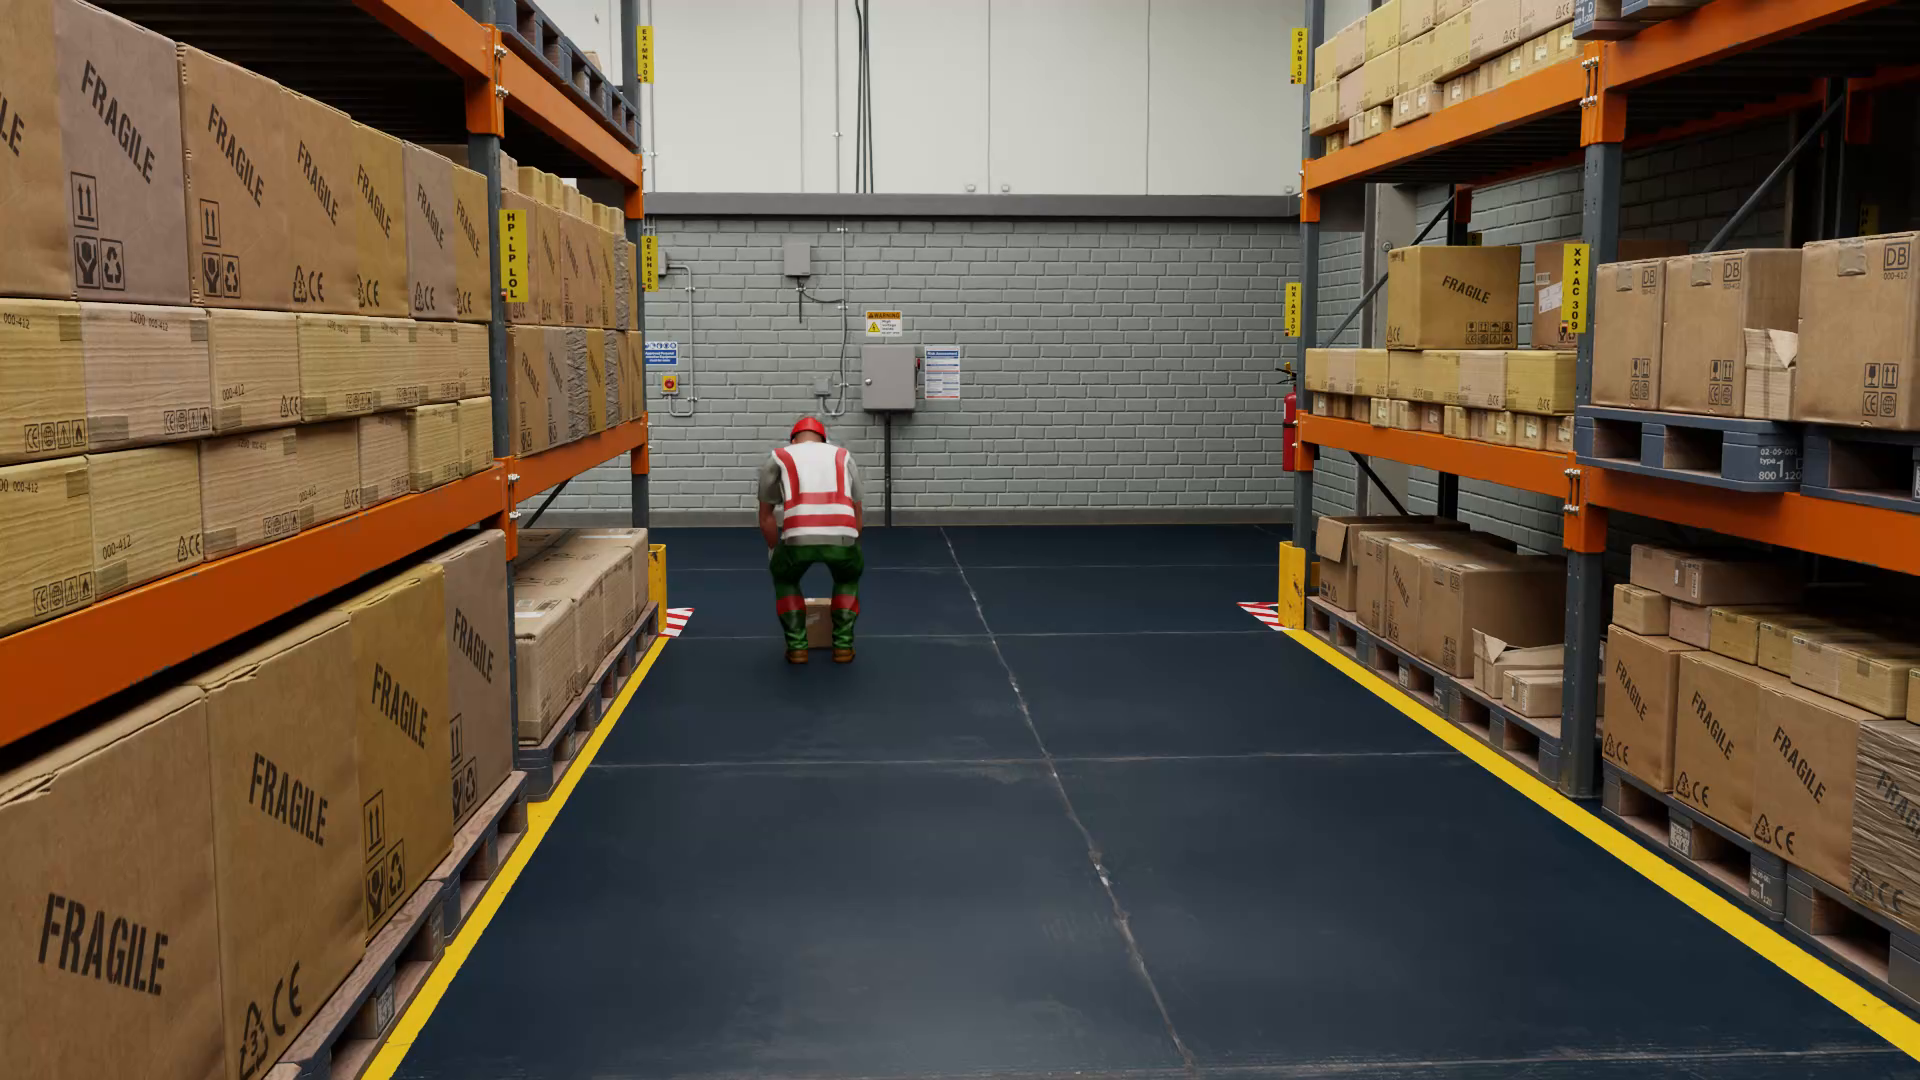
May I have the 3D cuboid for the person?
[{"bbox_3d":[-0.823,-0.005,9.172,0.584,1.321,0.808,-1,7,-6],"label":"person"}]
